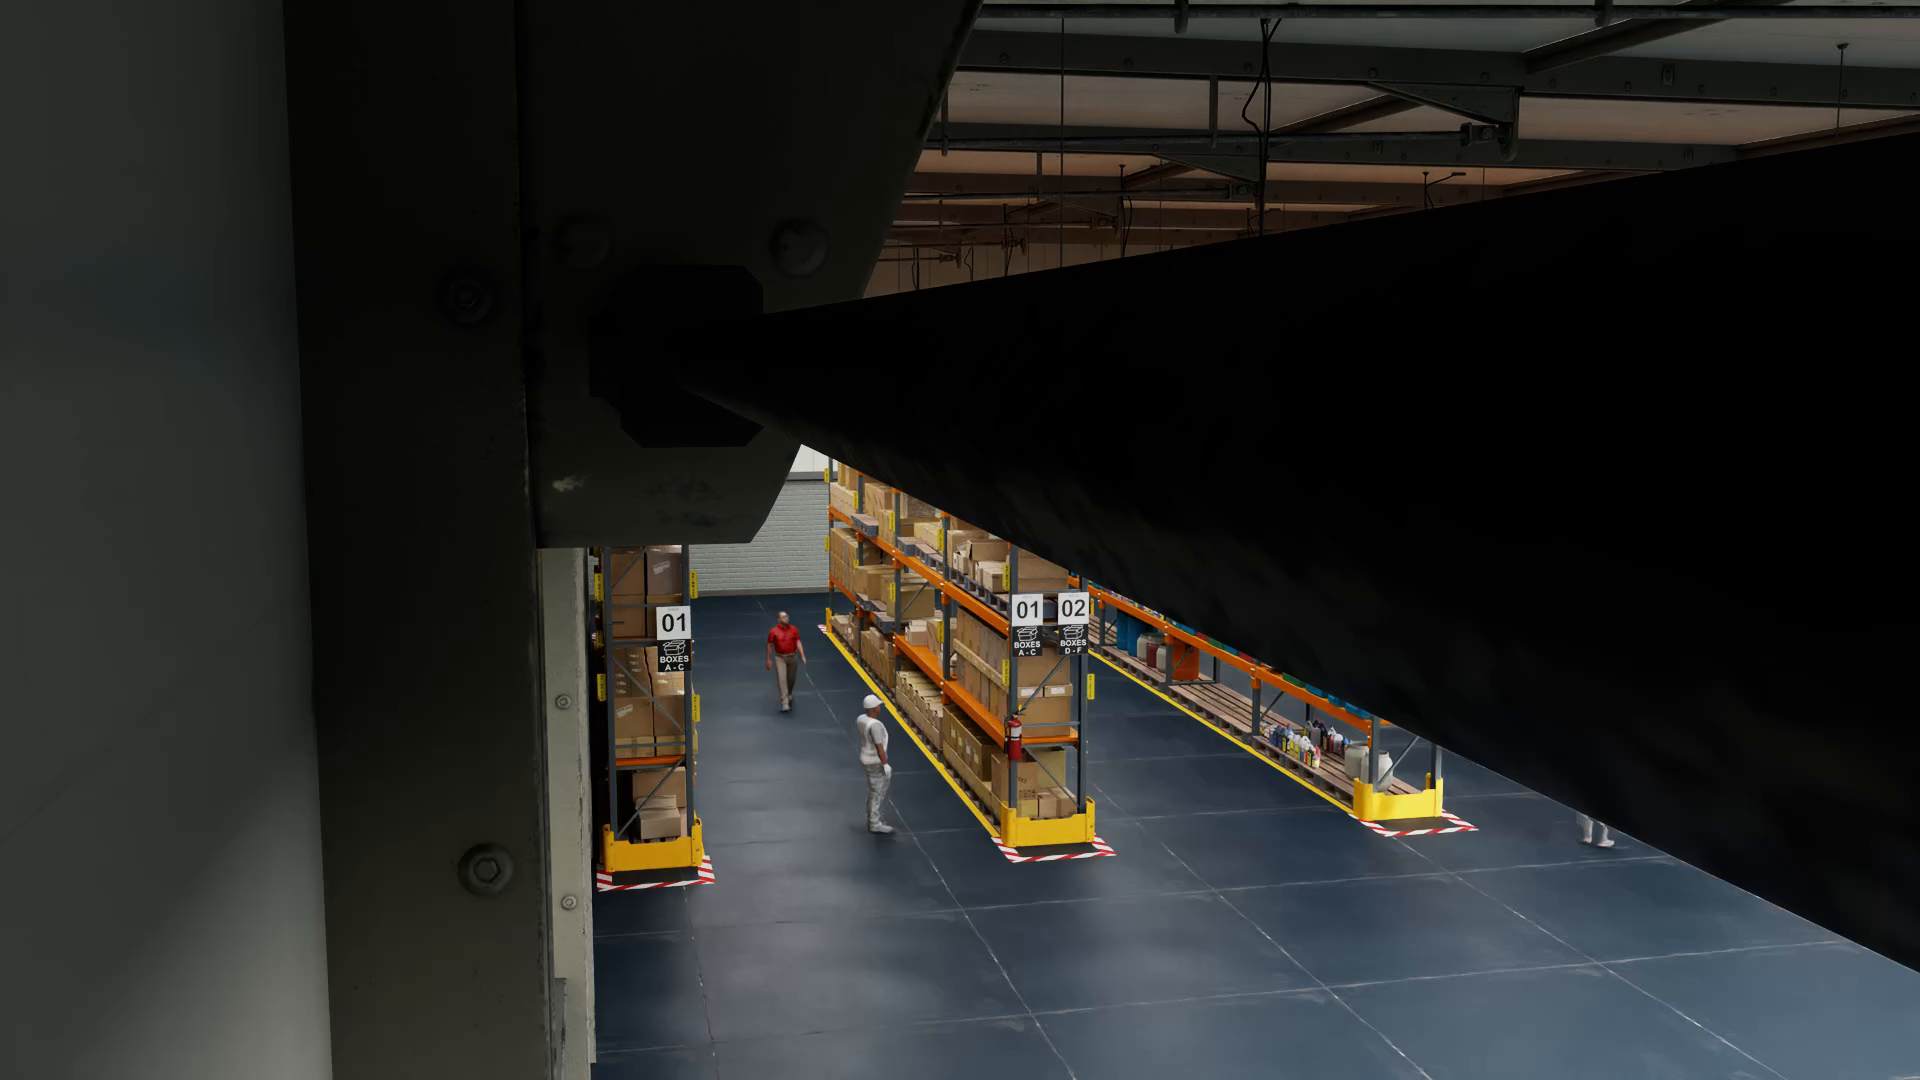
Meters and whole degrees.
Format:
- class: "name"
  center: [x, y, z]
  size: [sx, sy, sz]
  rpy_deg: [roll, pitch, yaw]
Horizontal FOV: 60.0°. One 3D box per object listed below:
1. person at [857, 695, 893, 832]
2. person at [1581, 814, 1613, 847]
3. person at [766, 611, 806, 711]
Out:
- class: "person"
  center: [-1.102, 2.907, 21.589]
  size: [0.441, 1.827, 0.584]
  rpy_deg: [-1, 7, -9]
- class: "person"
  center: [8.094, 3.079, 20.978]
  size: [0.470, 1.574, 0.396]
  rpy_deg: [4, 8, 29]
- class: "person"
  center: [-3.029, 2.077, 28.901]
  size: [0.673, 1.669, 1.072]
  rpy_deg: [-2, 7, -16]
